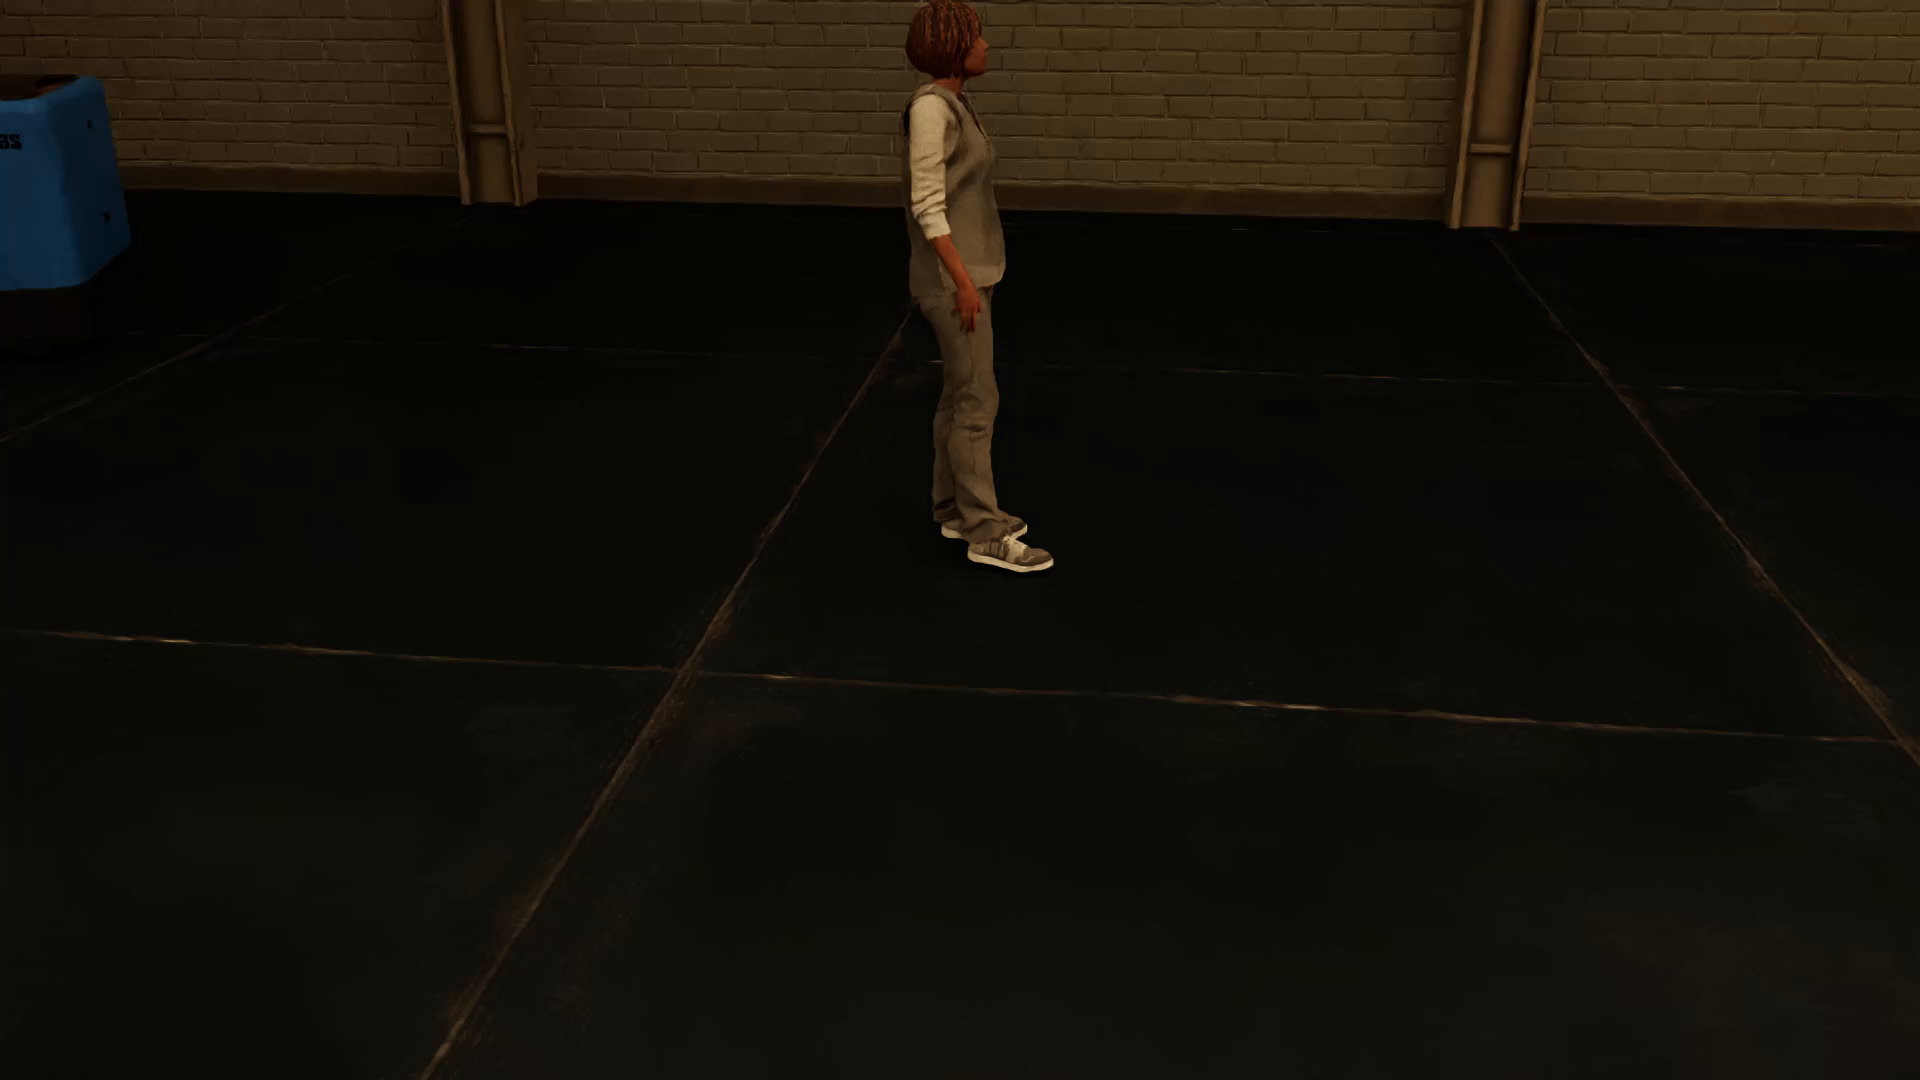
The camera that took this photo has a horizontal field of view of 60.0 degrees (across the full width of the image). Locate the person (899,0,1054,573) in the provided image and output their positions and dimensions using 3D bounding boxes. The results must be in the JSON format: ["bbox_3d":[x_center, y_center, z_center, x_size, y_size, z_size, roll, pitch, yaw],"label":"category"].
[{"bbox_3d":[0.072,-0.739,4.855,0.474,1.597,0.521,3,22,7],"label":"person"}]

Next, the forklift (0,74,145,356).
[{"bbox_3d":[-5.269,-2.196,6.708,3.031,2.935,1.130,-5,22,-12],"label":"forklift"}]
